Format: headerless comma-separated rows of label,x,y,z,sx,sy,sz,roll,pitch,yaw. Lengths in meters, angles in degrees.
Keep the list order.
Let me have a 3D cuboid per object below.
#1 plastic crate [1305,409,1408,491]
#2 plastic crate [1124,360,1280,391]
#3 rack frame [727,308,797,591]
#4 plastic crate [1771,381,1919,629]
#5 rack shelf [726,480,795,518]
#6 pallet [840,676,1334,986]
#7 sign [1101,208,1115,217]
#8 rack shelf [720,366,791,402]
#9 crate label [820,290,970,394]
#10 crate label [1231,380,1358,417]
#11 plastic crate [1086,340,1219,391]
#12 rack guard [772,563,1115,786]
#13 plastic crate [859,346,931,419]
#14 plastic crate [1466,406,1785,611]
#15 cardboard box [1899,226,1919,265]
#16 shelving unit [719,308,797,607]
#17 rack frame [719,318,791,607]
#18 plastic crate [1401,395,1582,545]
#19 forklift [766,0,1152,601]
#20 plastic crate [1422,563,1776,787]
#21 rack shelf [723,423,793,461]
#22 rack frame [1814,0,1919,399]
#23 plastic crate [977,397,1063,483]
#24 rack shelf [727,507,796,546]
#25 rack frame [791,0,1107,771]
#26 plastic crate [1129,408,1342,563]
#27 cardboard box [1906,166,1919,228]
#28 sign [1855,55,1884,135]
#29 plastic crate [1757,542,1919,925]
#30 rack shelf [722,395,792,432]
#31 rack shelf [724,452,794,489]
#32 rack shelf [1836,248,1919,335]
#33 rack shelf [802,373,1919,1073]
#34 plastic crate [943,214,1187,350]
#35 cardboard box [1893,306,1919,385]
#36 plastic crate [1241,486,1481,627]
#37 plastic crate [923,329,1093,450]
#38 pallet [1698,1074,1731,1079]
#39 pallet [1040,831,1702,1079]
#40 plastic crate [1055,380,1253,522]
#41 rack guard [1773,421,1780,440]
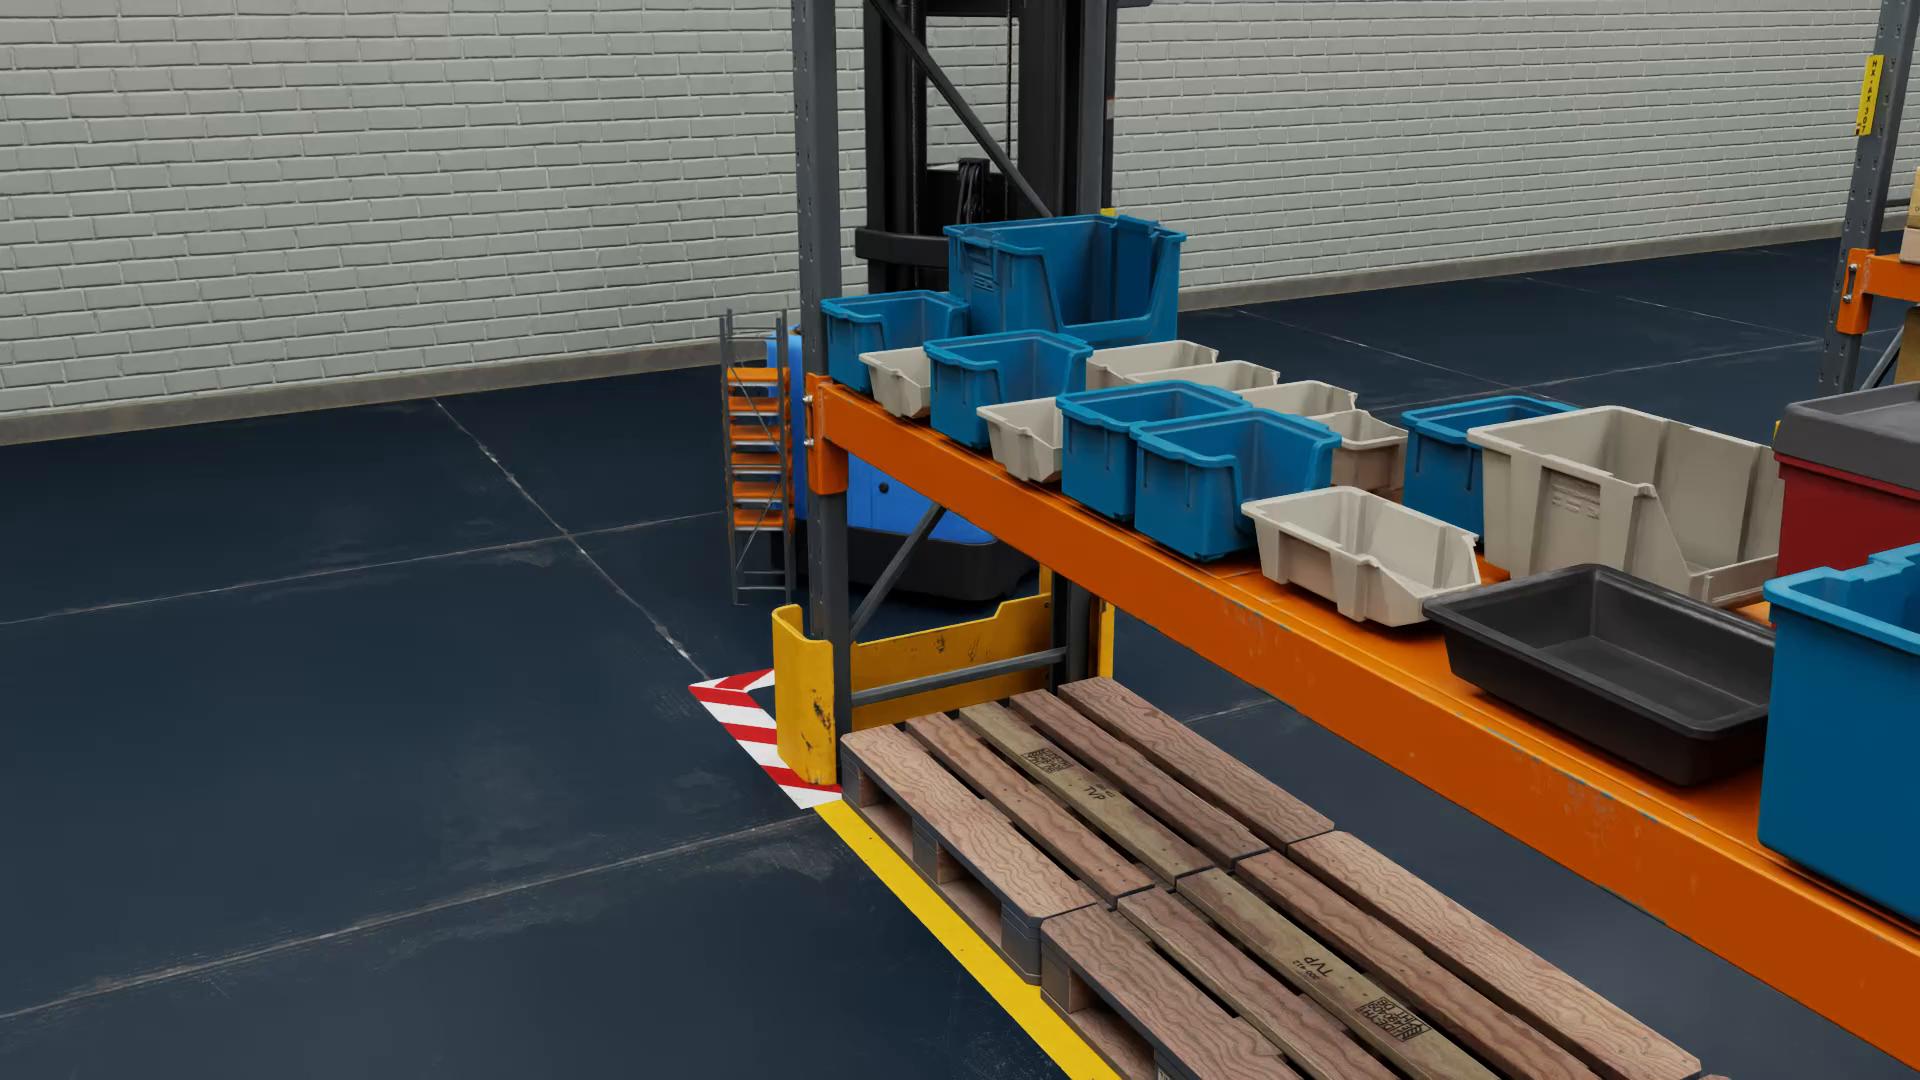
plastic crate,0.965,-0.208,3.948,0.298,0.136,0.250,-10,21,-27
plastic crate,0.655,-0.366,4.407,0.396,0.136,0.243,-10,21,-27
rack frame,-0.809,-0.355,6.819,0.240,1.200,0.006,1,19,1
plastic crate,1.679,0.040,2.726,0.402,0.464,0.583,-10,21,-27
rack shelf,-0.812,-0.169,6.786,0.258,0.103,0.180,1,19,1
pallet,0.341,0.807,4.970,1.003,0.211,1.213,-10,21,-27
sign,0.460,-0.921,5.452,0.100,0.325,0.005,-10,21,-27
rack shelf,-0.812,-0.623,6.629,0.258,0.103,0.180,1,19,1
crate label,-0.189,-0.581,4.883,0.416,0.233,0.303,-10,21,-27
crate label,0.808,-0.290,4.186,0.396,0.136,0.243,-10,21,-27
plastic crate,0.530,-0.452,4.654,0.396,0.136,0.243,-10,21,-27
rack guard,-0.040,0.423,5.640,1.175,0.500,0.348,-10,21,-27
plastic crate,-0.110,-0.431,4.594,0.250,0.136,0.298,-10,21,-27
plastic crate,1.320,-0.045,3.253,0.437,0.282,0.530,-10,21,-27
cardboard box,4.220,-1.250,7.039,0.380,0.149,0.250,-10,21,-26
shelving unit,-0.812,-0.325,6.732,0.258,1.200,0.189,1,19,1
rack frame,-0.814,-0.295,6.646,0.240,1.200,0.006,1,19,1
plastic crate,1.184,-0.153,3.642,0.416,0.233,0.300,-10,21,-27
forklift,0.257,-1.581,7.719,1.130,2.935,3.031,8,21,23
plastic crate,1.115,0.216,2.736,0.437,0.125,0.590,-10,21,-27
rack shelf,-0.812,-0.396,6.708,0.258,0.103,0.180,1,19,1
rack frame,4.342,-1.521,7.442,1.000,3.000,0.127,-10,21,-27
plastic crate,0.212,-0.236,4.030,0.250,0.136,0.298,-10,21,-27
rack shelf,-0.812,-0.056,6.826,0.258,0.103,0.180,1,19,1
rack frame,-0.017,-0.754,5.218,1.000,3.000,0.127,-10,21,-27
plastic crate,0.578,-0.117,3.538,0.416,0.233,0.300,-10,21,-27
cardboard box,4.332,-1.411,6.897,0.500,0.250,0.500,-11,22,-28
sign,3.851,-1.884,7.043,0.100,0.325,0.005,-10,21,-27
plastic crate,1.361,0.292,2.119,0.392,0.384,0.575,-10,21,-27
rack shelf,-0.812,-0.509,6.668,0.258,0.103,0.180,1,19,1
rack shelf,-0.812,-0.283,6.747,0.258,0.103,0.180,1,19,1
rack shelf,5.292,-0.607,5.895,1.077,0.370,4.000,-10,21,-27
rack shelf,0.933,0.160,3.672,1.077,0.370,4.000,-10,21,-27
plastic crate,0.307,-0.732,5.008,0.616,0.435,0.499,-10,21,-27
cardboard box,4.716,-0.544,7.223,0.875,0.875,0.875,-10,21,-27
plastic crate,0.791,0.037,3.237,0.293,0.136,0.466,-10,21,-27
plastic crate,0.123,-0.392,4.335,0.416,0.233,0.300,-10,21,-27
pallet,1.499,1.507,2.940,1.003,0.211,1.213,-10,21,-27
pallet,0.916,1.157,3.956,1.003,0.211,1.213,-10,21,-27
plastic crate,0.436,-0.203,3.787,0.416,0.233,0.300,-10,21,-27
rack guard,4.331,-0.347,7.869,1.175,0.500,0.348,-10,21,-27
